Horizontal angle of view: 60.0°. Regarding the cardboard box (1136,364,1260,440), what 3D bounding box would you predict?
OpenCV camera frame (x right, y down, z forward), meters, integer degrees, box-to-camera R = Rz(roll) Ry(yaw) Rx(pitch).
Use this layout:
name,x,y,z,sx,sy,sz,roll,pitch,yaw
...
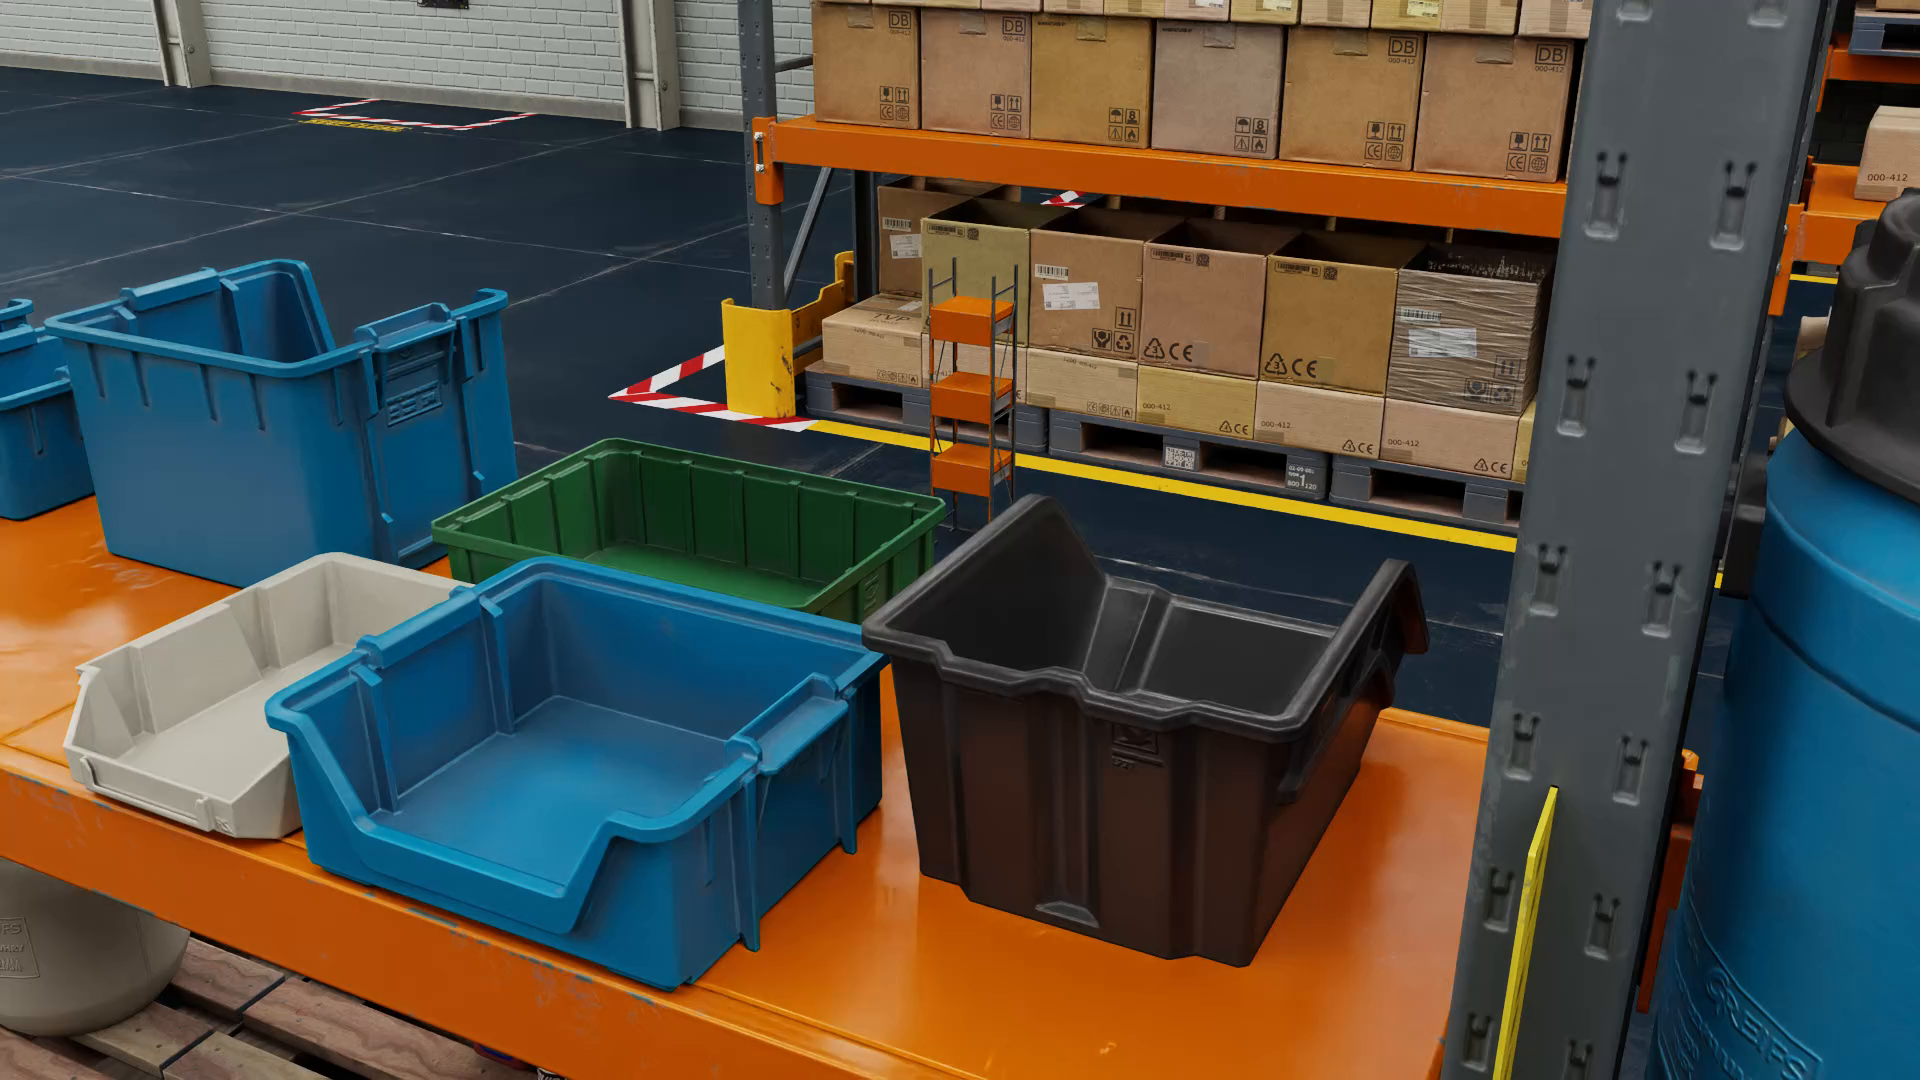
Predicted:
name,x,y,z,sx,sy,sz,roll,pitch,yaw
cardboard box,1.058,-0.641,6.901,0.500,0.250,0.500,11,25,25

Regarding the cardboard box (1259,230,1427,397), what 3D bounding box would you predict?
name,x,y,z,sx,sy,sz,roll,pitch,yaw
cardboard box,1.510,-0.902,6.557,0.500,0.500,0.500,11,25,25

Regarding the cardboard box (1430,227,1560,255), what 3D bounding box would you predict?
name,x,y,z,sx,sy,sz,roll,pitch,yaw
cardboard box,2.189,-0.994,6.773,0.500,0.500,0.500,11,25,25

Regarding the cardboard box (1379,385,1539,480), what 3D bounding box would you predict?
name,x,y,z,sx,sy,sz,roll,pitch,yaw
cardboard box,1.957,-0.470,6.498,0.500,0.250,0.500,11,25,25

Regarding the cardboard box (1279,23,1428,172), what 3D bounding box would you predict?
name,x,y,z,sx,sy,sz,roll,pitch,yaw
cardboard box,1.593,-1.747,6.398,0.500,0.500,0.700,12,26,25

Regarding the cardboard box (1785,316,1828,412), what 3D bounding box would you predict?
name,x,y,z,sx,sy,sz,roll,pitch,yaw
cardboard box,3.402,-0.659,6.227,0.500,0.311,0.500,11,25,25

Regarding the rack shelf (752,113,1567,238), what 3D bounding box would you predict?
name,x,y,z,sx,sy,sz,roll,pitch,yaw
rack shelf,1.127,-1.466,6.785,4.000,0.370,1.077,11,25,25

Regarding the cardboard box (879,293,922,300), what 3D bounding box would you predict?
name,x,y,z,sx,sy,sz,roll,pitch,yaw
cardboard box,-0.046,-1.087,7.950,0.500,0.250,0.500,11,25,25

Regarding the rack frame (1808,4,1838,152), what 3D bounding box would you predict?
name,x,y,z,sx,sy,sz,roll,pitch,yaw
rack frame,5.143,-3.175,9.883,0.127,3.000,1.000,11,25,25

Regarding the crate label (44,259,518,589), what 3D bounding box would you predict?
name,x,y,z,sx,sy,sz,roll,pitch,yaw
crate label,-1.132,-0.207,2.859,0.616,0.435,0.502,11,25,25

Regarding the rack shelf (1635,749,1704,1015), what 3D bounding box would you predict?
name,x,y,z,sx,sy,sz,roll,pitch,yaw
rack shelf,2.458,0.969,1.057,4.000,0.370,1.077,11,25,25

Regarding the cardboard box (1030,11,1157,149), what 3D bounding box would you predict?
name,x,y,z,sx,sy,sz,roll,pitch,yaw
cardboard box,0.664,-1.929,6.825,0.500,0.500,0.700,11,26,25

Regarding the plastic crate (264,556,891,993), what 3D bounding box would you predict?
name,x,y,z,sx,sy,sz,roll,pitch,yaw
plastic crate,-0.437,0.253,2.013,0.616,0.251,0.499,11,25,25

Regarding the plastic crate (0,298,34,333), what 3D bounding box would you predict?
name,x,y,z,sx,sy,sz,roll,pitch,yaw
plastic crate,-2.315,-0.369,3.475,0.616,0.251,0.499,11,25,25

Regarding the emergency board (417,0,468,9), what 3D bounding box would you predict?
name,x,y,z,sx,sy,sz,roll,pitch,yaw
emergency board,-4.954,-5.577,15.531,0.626,1.169,0.157,11,25,25

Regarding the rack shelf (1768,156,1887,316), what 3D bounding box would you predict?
name,x,y,z,sx,sy,sz,roll,pitch,yaw
rack shelf,4.696,-0.760,5.124,4.000,0.370,1.077,11,25,25

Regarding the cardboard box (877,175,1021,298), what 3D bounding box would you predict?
name,x,y,z,sx,sy,sz,roll,pitch,yaw
cardboard box,-0.045,-1.433,7.805,0.500,0.500,0.500,11,25,25

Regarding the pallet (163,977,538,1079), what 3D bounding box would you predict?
name,x,y,z,sx,sy,sz,roll,pitch,yaw
pallet,-1.000,1.220,3.111,1.213,0.211,1.003,11,25,25

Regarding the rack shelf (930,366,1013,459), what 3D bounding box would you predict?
name,x,y,z,sx,sy,sz,roll,pitch,yaw
rack shelf,0.048,-0.464,6.026,0.240,0.259,0.215,11,25,25

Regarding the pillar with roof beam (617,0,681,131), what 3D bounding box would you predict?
name,x,y,z,sx,sy,sz,roll,pitch,yaw
pillar with roof beam,-4.709,-6.377,9.746,0.400,9.000,9.100,11,25,25

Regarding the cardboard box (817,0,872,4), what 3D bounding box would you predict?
name,x,y,z,sx,sy,sz,roll,pitch,yaw
cardboard box,-0.405,-2.351,6.988,0.250,0.149,0.380,11,25,24

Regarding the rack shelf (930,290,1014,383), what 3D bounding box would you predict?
name,x,y,z,sx,sy,sz,roll,pitch,yaw
rack shelf,0.048,-0.725,5.915,0.240,0.259,0.215,11,25,25

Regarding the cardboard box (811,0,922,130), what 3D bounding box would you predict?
name,x,y,z,sx,sy,sz,roll,pitch,yaw
cardboard box,-0.247,-2.110,7.250,0.500,0.500,0.700,11,25,25

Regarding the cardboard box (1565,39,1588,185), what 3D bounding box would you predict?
name,x,y,z,sx,sy,sz,roll,pitch,yaw
cardboard box,2.513,-1.567,5.973,0.500,0.500,0.700,10,25,23

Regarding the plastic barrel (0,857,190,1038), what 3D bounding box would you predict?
name,x,y,z,sx,sy,sz,roll,pitch,yaw
plastic barrel,-1.827,0.708,3.394,0.421,0.512,0.421,0,23,0

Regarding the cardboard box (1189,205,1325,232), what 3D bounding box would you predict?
name,x,y,z,sx,sy,sz,roll,pitch,yaw
cardboard box,1.299,-1.173,7.193,0.500,0.500,0.500,11,25,25

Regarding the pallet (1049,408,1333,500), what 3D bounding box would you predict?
name,x,y,z,sx,sy,sz,roll,pitch,yaw
pallet,1.128,-0.531,7.229,1.213,0.211,1.003,11,25,25

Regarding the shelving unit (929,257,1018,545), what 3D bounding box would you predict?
name,x,y,z,sx,sy,sz,roll,pitch,yaw
shelving unit,0.048,-0.474,6.022,0.252,1.050,0.215,11,25,25

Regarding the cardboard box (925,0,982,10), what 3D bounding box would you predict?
name,x,y,z,sx,sy,sz,roll,pitch,yaw
cardboard box,0.054,-2.260,6.776,0.250,0.149,0.380,11,26,25

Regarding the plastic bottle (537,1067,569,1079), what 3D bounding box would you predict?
name,x,y,z,sx,sy,sz,roll,pitch,yaw
plastic bottle,-0.763,0.961,3.172,0.097,0.201,0.097,0,23,0

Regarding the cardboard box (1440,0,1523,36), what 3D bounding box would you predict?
name,x,y,z,sx,sy,sz,roll,pitch,yaw
cardboard box,1.883,-1.898,5.923,0.250,0.149,0.380,11,25,24

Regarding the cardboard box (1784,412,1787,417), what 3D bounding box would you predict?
name,x,y,z,sx,sy,sz,roll,pitch,yaw
cardboard box,3.412,-0.400,6.335,0.500,0.250,0.500,11,25,24

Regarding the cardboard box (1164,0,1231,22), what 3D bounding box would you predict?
name,x,y,z,sx,sy,sz,roll,pitch,yaw
cardboard box,0.966,-2.079,6.349,0.250,0.149,0.380,11,26,25

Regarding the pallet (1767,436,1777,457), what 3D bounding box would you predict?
name,x,y,z,sx,sy,sz,roll,pitch,yaw
pallet,3.586,-0.045,6.085,1.213,0.211,1.003,11,25,25

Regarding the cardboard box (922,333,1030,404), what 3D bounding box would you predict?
name,x,y,z,sx,sy,sz,roll,pitch,yaw
cardboard box,0.168,-0.819,7.320,0.500,0.250,0.500,11,25,25

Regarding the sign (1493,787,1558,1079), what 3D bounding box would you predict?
name,x,y,z,sx,sy,sz,roll,pitch,yaw
sign,0.415,0.348,1.246,0.005,0.325,0.100,11,25,25

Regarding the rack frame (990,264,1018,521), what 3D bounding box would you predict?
name,x,y,z,sx,sy,sz,roll,pitch,yaw
rack frame,0.157,-0.452,5.972,0.008,1.050,0.200,11,25,25

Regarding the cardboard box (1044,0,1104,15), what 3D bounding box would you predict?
name,x,y,z,sx,sy,sz,roll,pitch,yaw
cardboard box,0.517,-2.169,6.561,0.250,0.149,0.380,10,25,23

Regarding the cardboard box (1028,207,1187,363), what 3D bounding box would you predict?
name,x,y,z,sx,sy,sz,roll,pitch,yaw
cardboard box,0.619,-1.080,6.975,0.500,0.500,0.500,11,25,25

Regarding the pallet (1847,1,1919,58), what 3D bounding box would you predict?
name,x,y,z,sx,sy,sz,roll,pitch,yaw
pallet,5.760,-2.901,9.484,1.213,0.211,1.003,11,25,25

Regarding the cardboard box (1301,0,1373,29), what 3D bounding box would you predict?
name,x,y,z,sx,sy,sz,roll,pitch,yaw
cardboard box,1.440,-1.987,6.132,0.250,0.149,0.380,12,26,26

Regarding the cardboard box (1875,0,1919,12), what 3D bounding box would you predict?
name,x,y,z,sx,sy,sz,roll,pitch,yaw
cardboard box,5.582,-3.322,9.538,0.500,0.500,0.700,11,26,25
